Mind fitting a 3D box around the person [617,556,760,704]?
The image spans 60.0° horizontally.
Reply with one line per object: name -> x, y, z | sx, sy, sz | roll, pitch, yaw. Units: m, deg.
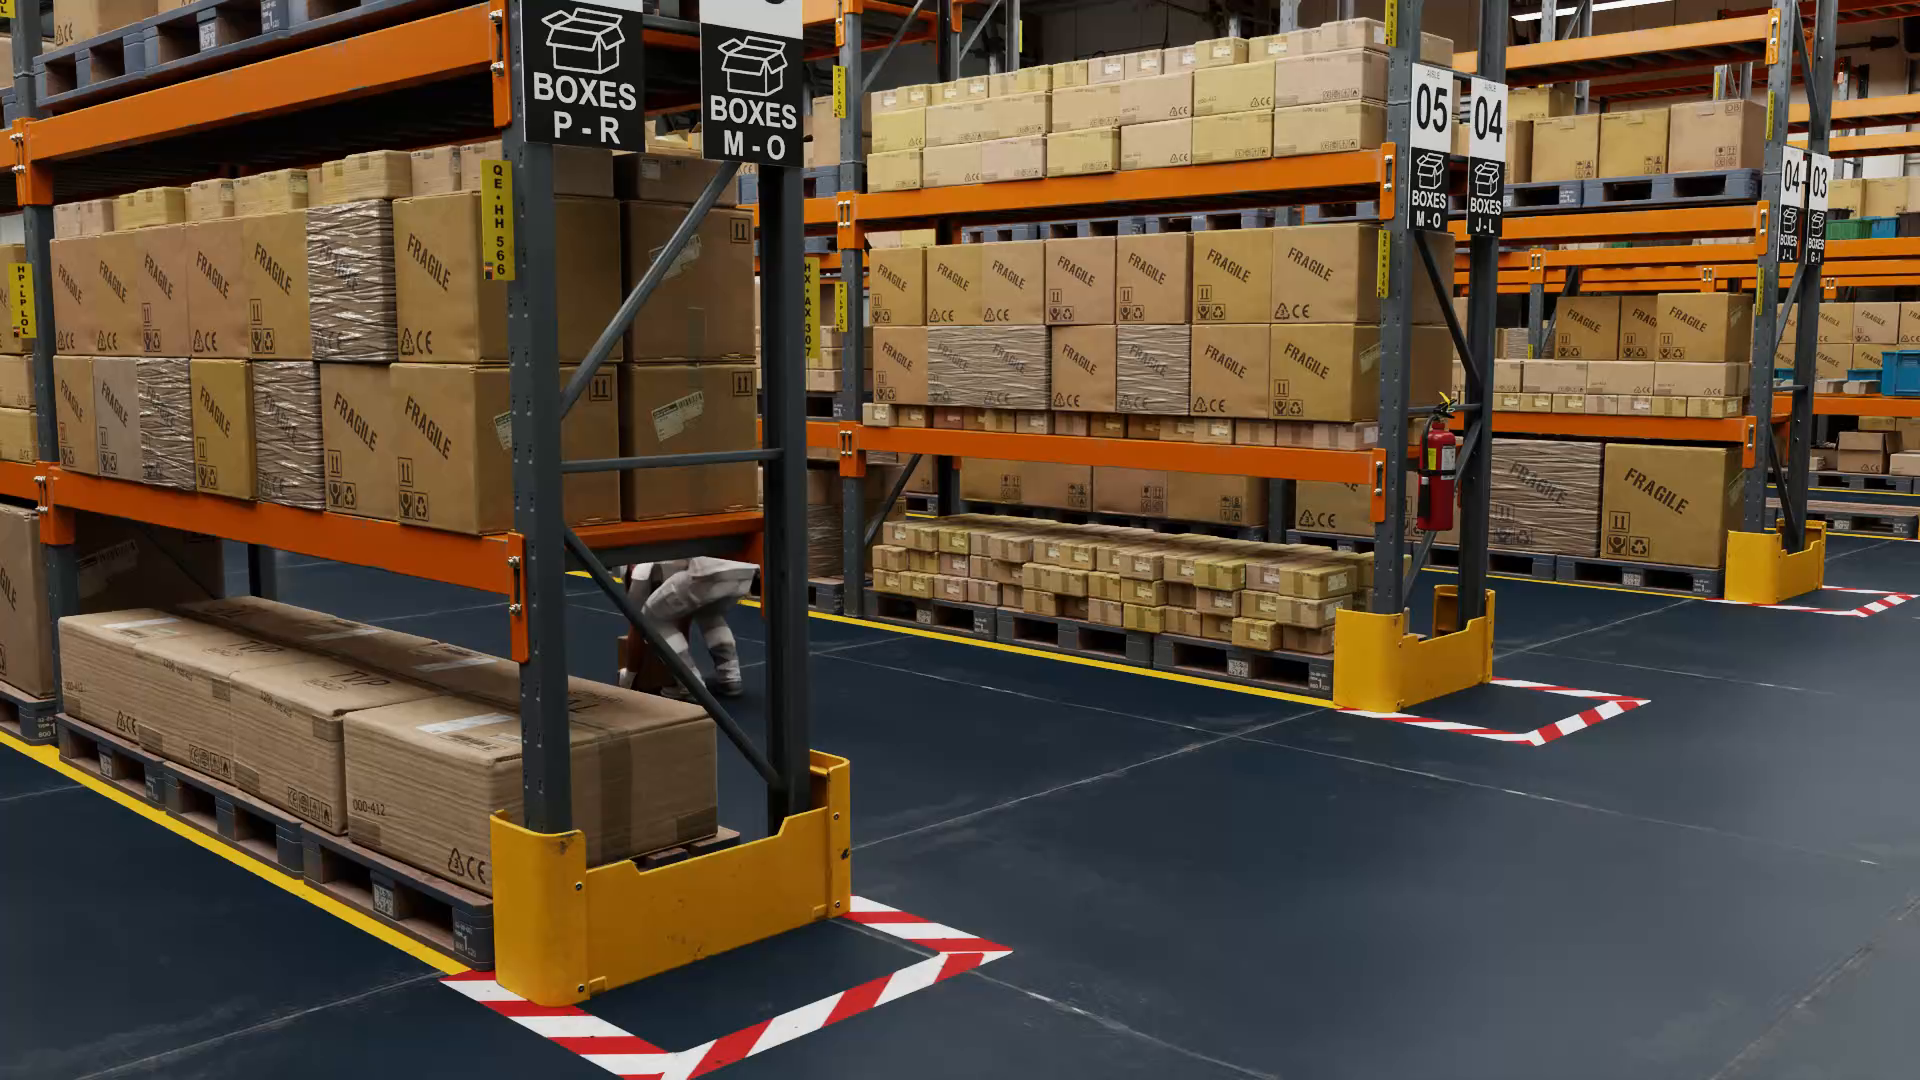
person -> -1.472, 0.375, 8.805 | 0.956, 0.915, 0.537 | 6, 9, 41
